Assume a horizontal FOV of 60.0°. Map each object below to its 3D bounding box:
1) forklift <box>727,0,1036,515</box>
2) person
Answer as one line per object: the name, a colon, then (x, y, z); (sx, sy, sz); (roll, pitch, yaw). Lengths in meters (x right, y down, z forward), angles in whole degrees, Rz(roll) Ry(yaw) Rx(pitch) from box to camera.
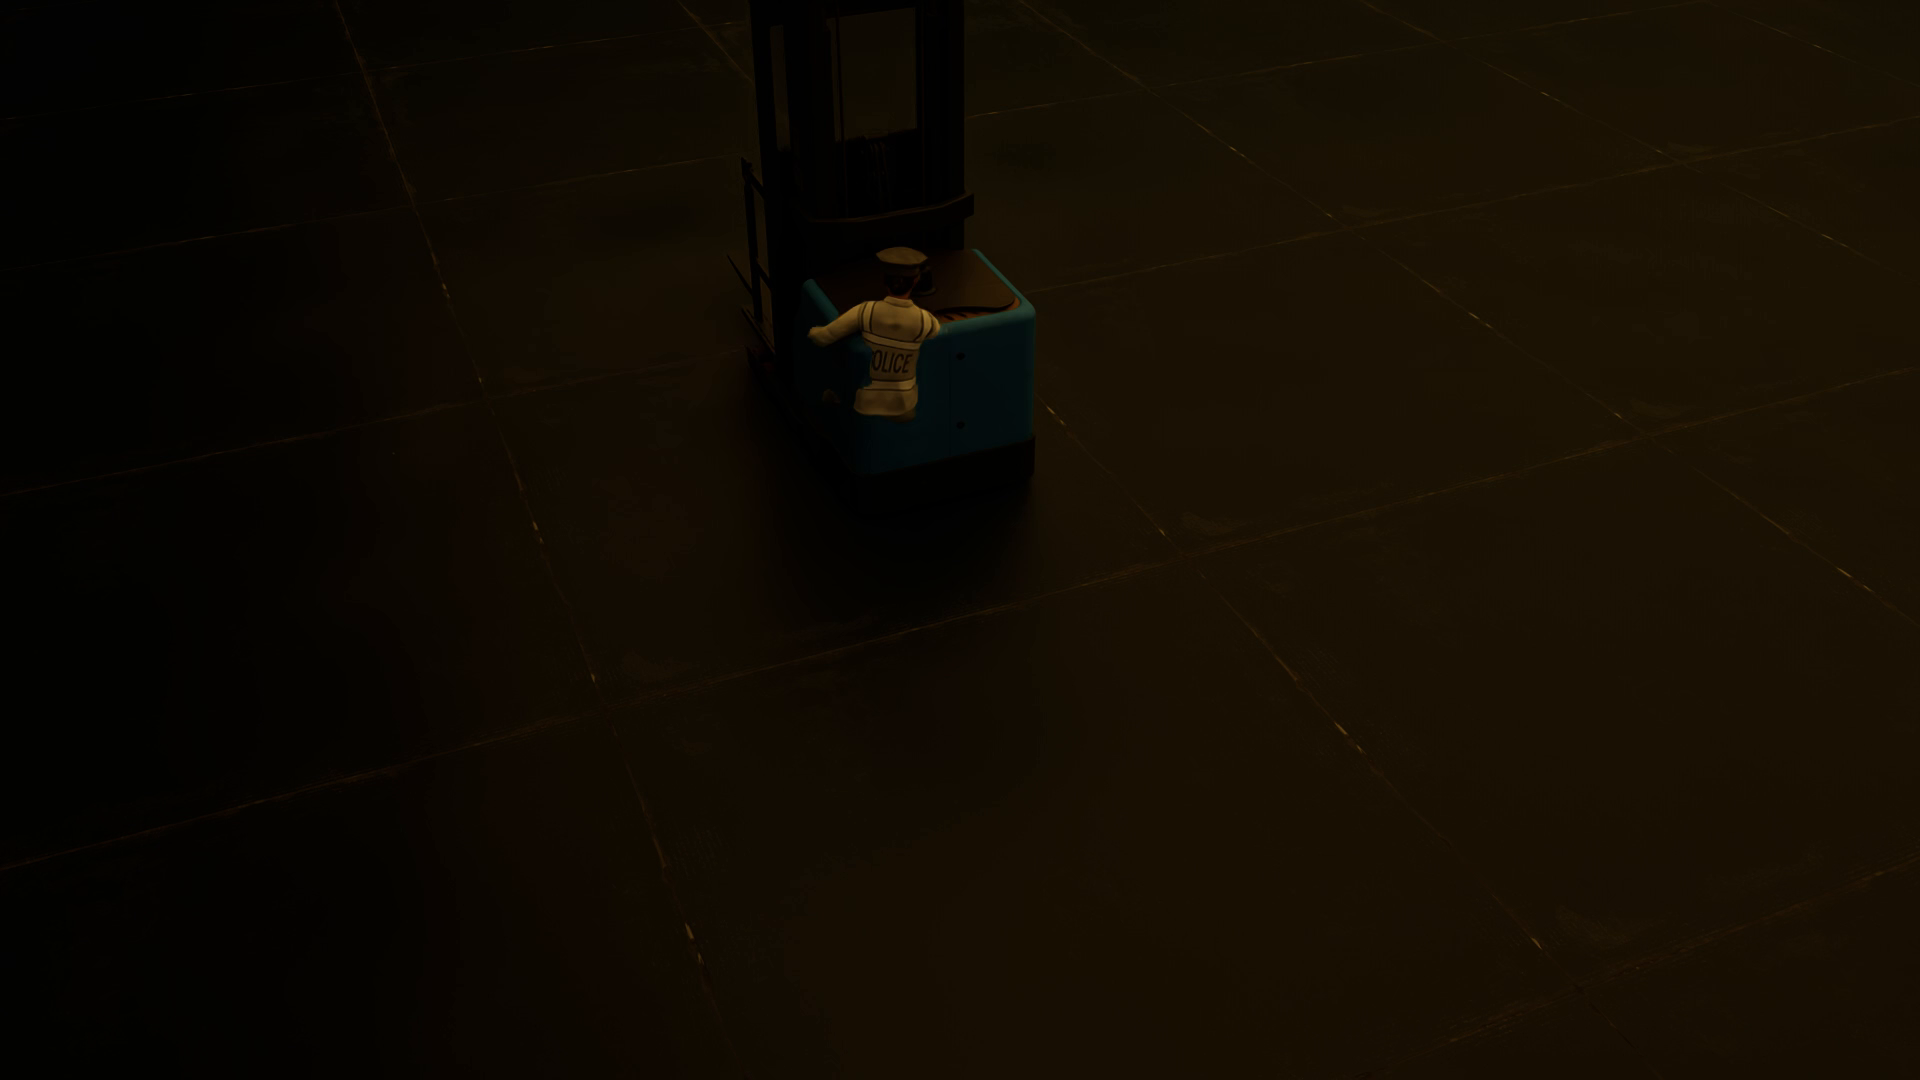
forklift: (-0.631, -2.175, 9.157); (1.130, 2.935, 3.031); (-14, 38, -18)
person: (-0.358, -0.880, 8.594); (0.857, 1.463, 0.711); (-2, 35, -3)
